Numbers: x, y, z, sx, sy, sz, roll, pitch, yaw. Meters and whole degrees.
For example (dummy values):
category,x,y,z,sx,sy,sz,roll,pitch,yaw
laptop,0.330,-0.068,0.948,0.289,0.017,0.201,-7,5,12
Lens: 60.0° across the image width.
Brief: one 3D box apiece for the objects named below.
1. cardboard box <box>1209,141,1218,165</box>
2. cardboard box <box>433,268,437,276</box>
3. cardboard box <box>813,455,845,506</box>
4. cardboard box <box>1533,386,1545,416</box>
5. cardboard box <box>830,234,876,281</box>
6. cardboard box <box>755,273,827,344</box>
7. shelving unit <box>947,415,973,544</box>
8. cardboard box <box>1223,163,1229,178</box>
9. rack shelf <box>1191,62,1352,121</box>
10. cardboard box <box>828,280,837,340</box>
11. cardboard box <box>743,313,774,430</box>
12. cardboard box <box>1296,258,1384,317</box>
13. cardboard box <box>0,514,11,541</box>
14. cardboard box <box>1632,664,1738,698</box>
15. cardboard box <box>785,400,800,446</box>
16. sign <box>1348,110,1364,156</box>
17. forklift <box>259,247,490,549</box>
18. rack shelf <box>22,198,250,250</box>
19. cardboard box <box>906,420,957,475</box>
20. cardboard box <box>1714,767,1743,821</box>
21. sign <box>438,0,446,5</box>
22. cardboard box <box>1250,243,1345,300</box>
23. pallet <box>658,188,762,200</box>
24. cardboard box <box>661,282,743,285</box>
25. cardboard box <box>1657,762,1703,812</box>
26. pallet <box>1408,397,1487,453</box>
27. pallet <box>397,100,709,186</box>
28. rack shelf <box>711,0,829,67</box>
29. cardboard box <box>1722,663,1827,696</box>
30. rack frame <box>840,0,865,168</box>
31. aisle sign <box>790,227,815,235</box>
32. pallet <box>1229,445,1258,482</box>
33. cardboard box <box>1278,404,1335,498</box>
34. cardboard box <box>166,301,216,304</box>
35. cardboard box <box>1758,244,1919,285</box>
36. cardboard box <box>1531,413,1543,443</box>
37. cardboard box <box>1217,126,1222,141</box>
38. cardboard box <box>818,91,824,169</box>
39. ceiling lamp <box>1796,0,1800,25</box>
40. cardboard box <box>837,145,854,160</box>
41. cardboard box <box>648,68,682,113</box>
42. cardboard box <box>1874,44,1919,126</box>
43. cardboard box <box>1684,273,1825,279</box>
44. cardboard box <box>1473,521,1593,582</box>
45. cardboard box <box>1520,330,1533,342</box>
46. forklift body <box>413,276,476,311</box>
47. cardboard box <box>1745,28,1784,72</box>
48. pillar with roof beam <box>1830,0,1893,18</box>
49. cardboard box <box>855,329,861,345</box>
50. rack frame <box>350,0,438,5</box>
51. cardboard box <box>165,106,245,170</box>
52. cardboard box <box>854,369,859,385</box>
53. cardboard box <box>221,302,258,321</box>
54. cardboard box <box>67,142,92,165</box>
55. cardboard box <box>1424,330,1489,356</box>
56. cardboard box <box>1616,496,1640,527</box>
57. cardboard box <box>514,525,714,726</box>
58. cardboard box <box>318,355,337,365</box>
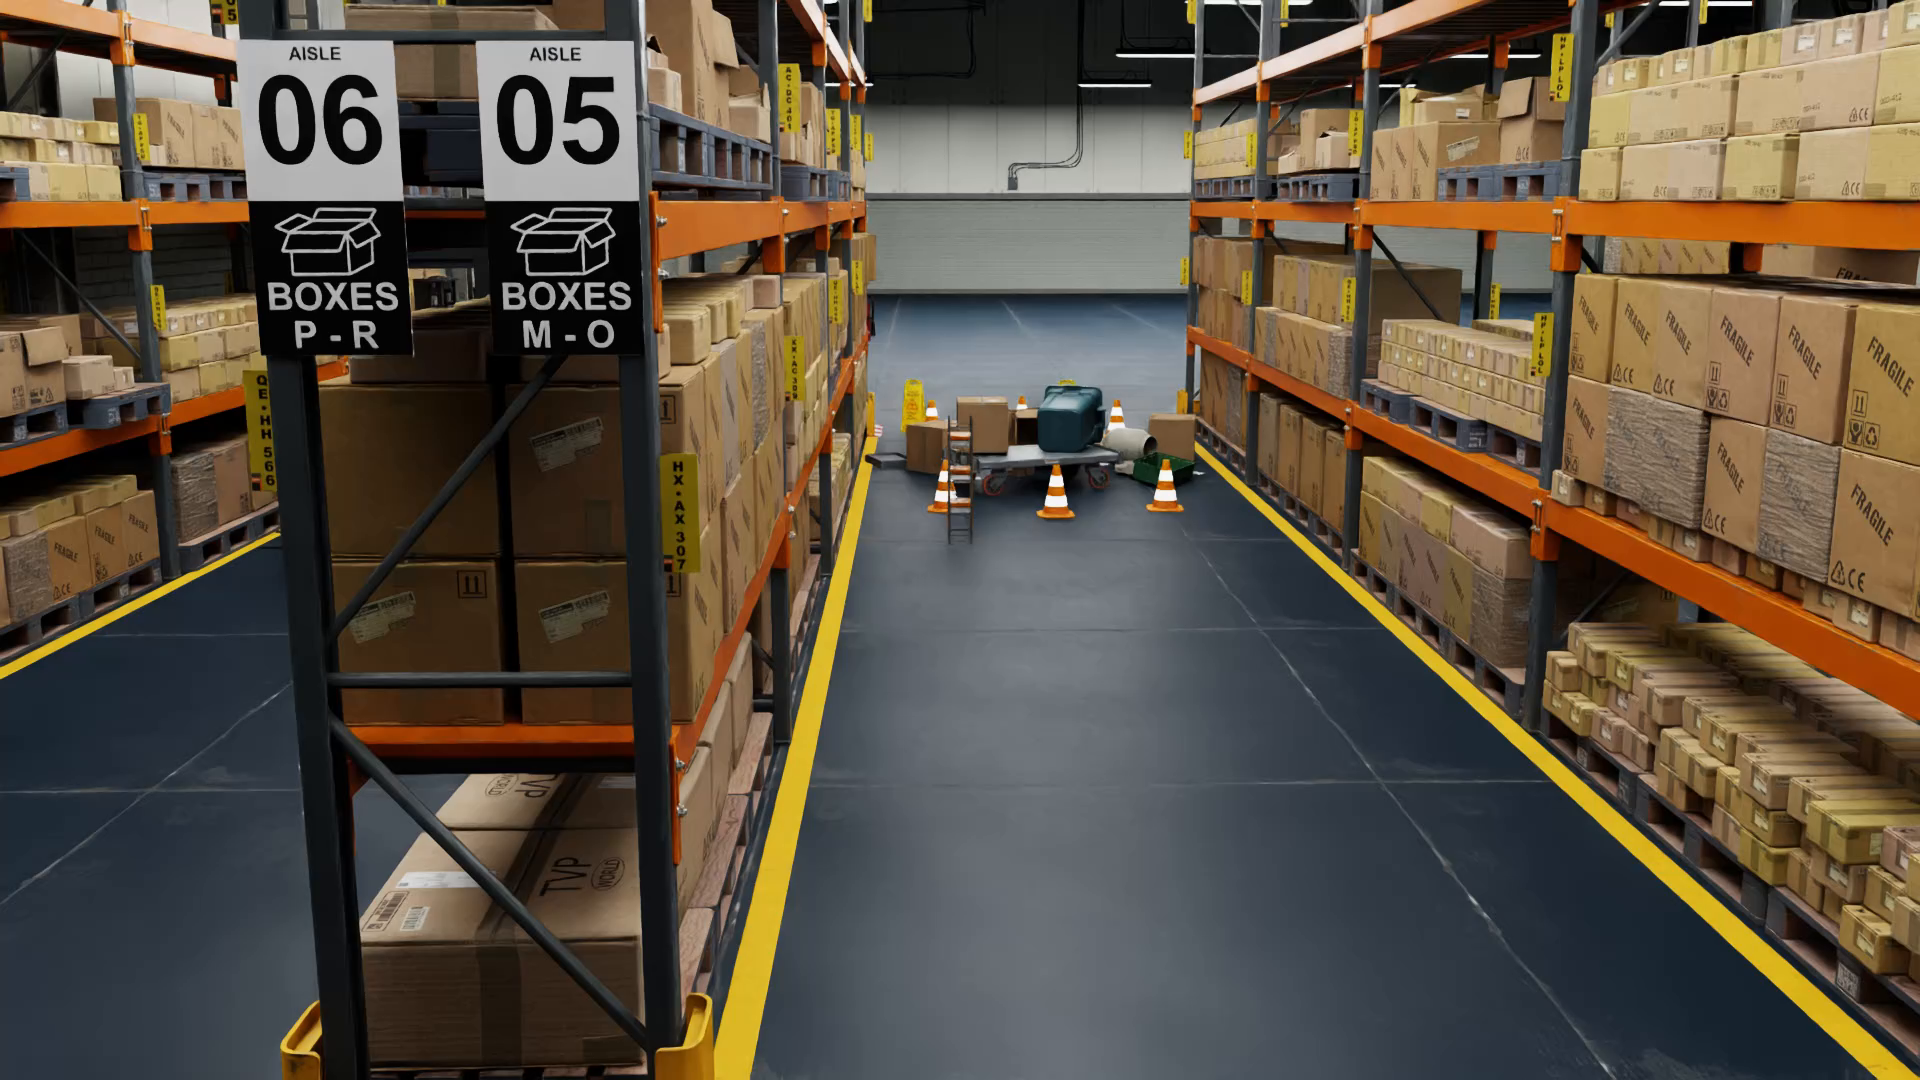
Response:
category,x,y,z,sx,sy,sz,roll,pitch,yaw
cardboard box,3.083,-4.327,18.621,0.500,0.250,0.500,0,11,-2
cardboard box,-6.348,-3.160,19.460,0.380,0.149,0.250,0,11,-1
cardboard box,-1.510,-0.525,14.657,0.950,0.372,0.625,0,11,1
cardboard box,3.349,-0.750,9.037,0.380,0.149,0.250,0,11,1
cardboard box,-1.295,-3.170,18.627,0.700,0.500,0.500,0,11,-2
cardboard box,-1.203,-1.635,11.807,0.500,0.500,0.500,-1,11,-3
shelving unit,0.001,-0.504,13.902,0.215,1.050,0.252,0,11,-1
cardboard box,3.034,-3.959,17.810,0.380,0.149,0.250,0,11,-2
rack shelf,3.348,-4.822,18.010,1.077,0.370,4.000,0,11,-1
cardboard box,-1.288,-1.898,13.812,0.500,0.500,0.500,0,11,0
cardboard box,-1.104,-0.748,7.435,0.500,0.500,0.500,0,11,-2
cardboard box,3.428,-2.271,14.941,0.700,0.500,0.500,0,11,-1
cardboard box,-6.221,-0.065,10.435,0.380,0.149,0.250,0,11,-1
cardboard box,3.384,0.683,7.765,0.380,0.149,0.250,-1,11,-3
cardboard box,-1.119,-0.663,8.900,0.500,0.250,0.500,-1,11,-3
sign,2.917,-3.000,12.256,0.100,0.325,0.005,0,11,-1
forklift,-3.916,-1.284,13.015,3.031,2.935,1.130,-2,12,-11
rack shelf,-6.479,-2.691,14.046,1.077,0.370,4.000,0,11,-1
cardboard box,-0.219,-0.987,17.662,0.500,0.500,0.500,9,15,38
cardboard box,3.318,1.037,6.769,0.380,0.149,0.250,0,11,2
sign,-6.060,-6.203,19.452,0.100,0.325,0.005,0,11,-1
cardboard box,3.416,-2.709,16.776,0.875,0.550,0.550,0,11,-1
pallet,-1.460,-1.961,9.116,0.805,0.209,1.217,-1,11,-3
cardboard box,-1.152,-1.047,7.276,0.380,0.149,0.250,0,11,-2
cardboard box,3.308,1.080,7.305,0.380,0.149,0.250,-1,11,-3
pallet,3.554,-0.751,10.697,1.003,0.211,1.213,0,11,-1
pallet,-1.335,-1.181,5.016,1.003,0.211,1.213,0,11,-1
rack shelf,-1.434,-3.191,9.973,1.077,0.370,4.000,0,11,-1
cardboard box,3.807,0.679,7.787,0.380,0.149,0.250,0,11,1
rack frame,-1.640,-5.728,19.660,1.000,3.000,0.127,0,11,-1
aisle sign,-1.951,-4.073,20.052,0.394,0.787,0.004,0,11,-1
pallet,3.452,-0.818,17.560,1.003,0.211,1.213,0,11,-1
cardboard box,3.508,-0.822,15.166,1.050,0.750,0.750,0,11,-1
cardboard box,-6.754,-2.014,14.559,0.380,0.149,0.250,0,11,-2
cardboard box,8.227,-2.375,15.655,1.000,1.000,1.000,0,11,-1
cardboard box,3.349,-0.604,9.066,0.380,0.149,0.250,0,11,-2
cardboard box,3.026,-4.450,18.221,0.380,0.149,0.250,0,11,0
cardboard box,-1.264,-2.726,11.101,0.700,0.500,0.500,-1,11,-4
ceiling lamp,18.693,-11.919,35.494,2.000,3.185,0.800,0,11,-1
cardboard box,-1.238,-3.794,16.299,0.380,0.149,0.250,0,11,-2
cardboard box,-1.102,-1.426,5.325,0.380,0.149,0.250,0,11,1
cardboard box,3.362,-1.481,5.392,0.500,0.250,0.500,-1,11,-3
cardboard box,3.835,-1.035,8.103,0.500,0.500,0.500,-1,11,-3
cardboard box,3.286,0.062,9.554,0.500,0.250,0.500,-1,11,-3
cardboard box,3.957,-1.314,11.069,0.380,0.149,0.250,0,11,-1
forklift body,-4.740,-1.981,18.415,2.313,2.155,1.214,0,11,-1
cardboard box,3.316,-1.907,6.490,0.380,0.149,0.250,-1,11,-3
pillar with roof beam,19.204,-10.447,42.921,9.100,9.000,0.548,0,11,-1
cardboard box,-1.260,-2.188,17.930,0.380,0.149,0.250,0,11,-1
rack frame,-6.603,-5.707,19.555,1.000,3.000,0.127,0,11,-1
cardboard box,-6.230,-3.298,13.665,0.500,0.500,0.500,0,11,0
cardboard box,-1.242,-1.680,17.137,0.380,0.149,0.250,0,11,0
cardboard box,-6.152,-1.965,14.318,0.380,0.149,0.250,-1,11,-3
cardboard box,-6.204,-2.647,11.393,0.380,0.149,0.250,-1,11,-2
cardboard box,3.309,-1.311,11.056,0.380,0.149,0.250,0,11,1
cardboard box,3.371,-0.158,7.926,0.380,0.149,0.250,-1,11,-4
cardboard box,-1.032,0.247,5.045,0.500,0.500,0.500,0,11,-2
cardboard box,-6.248,-1.799,15.759,0.500,0.250,0.500,0,11,0
